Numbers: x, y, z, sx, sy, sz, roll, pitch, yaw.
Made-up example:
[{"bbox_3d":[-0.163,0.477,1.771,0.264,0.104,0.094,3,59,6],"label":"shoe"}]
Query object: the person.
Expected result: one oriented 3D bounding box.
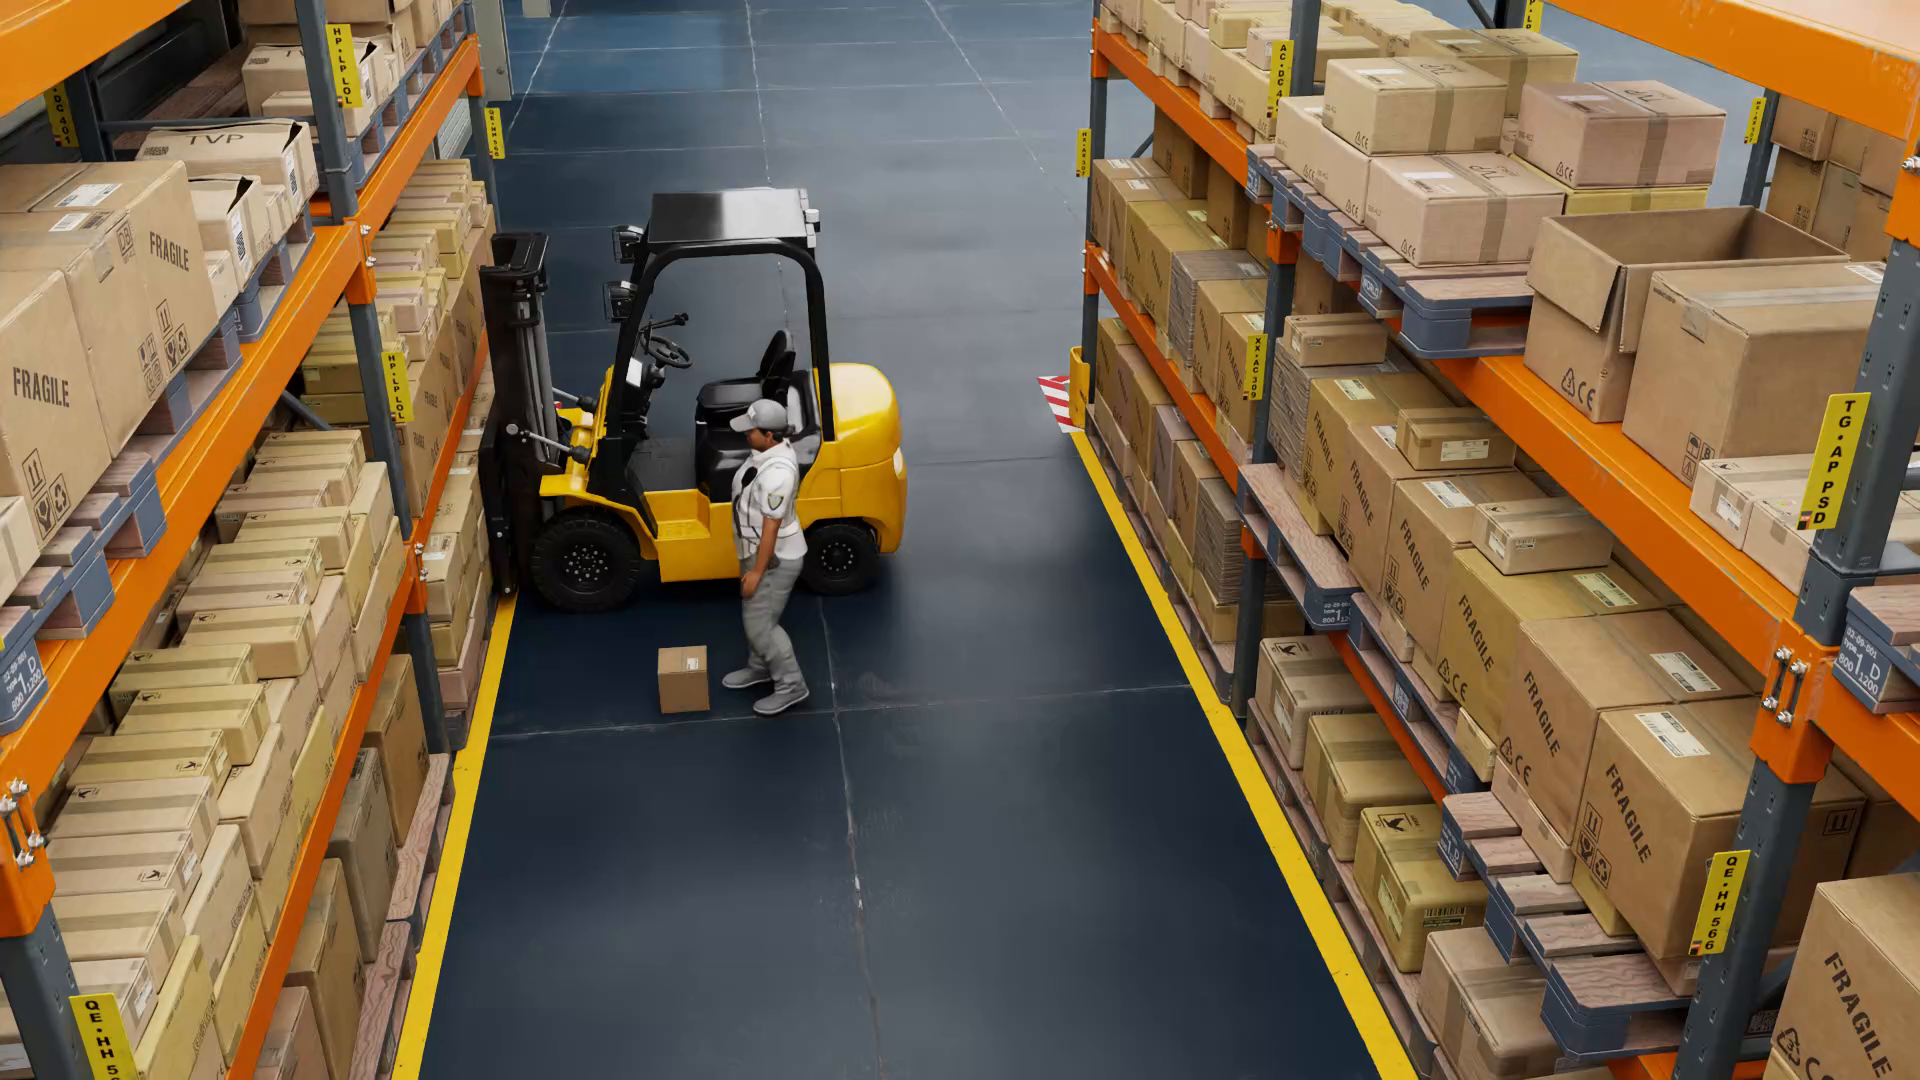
[{"bbox_3d":[-1.014,0.072,8.444,0.468,1.671,0.523,-6,28,-11],"label":"person"}]
